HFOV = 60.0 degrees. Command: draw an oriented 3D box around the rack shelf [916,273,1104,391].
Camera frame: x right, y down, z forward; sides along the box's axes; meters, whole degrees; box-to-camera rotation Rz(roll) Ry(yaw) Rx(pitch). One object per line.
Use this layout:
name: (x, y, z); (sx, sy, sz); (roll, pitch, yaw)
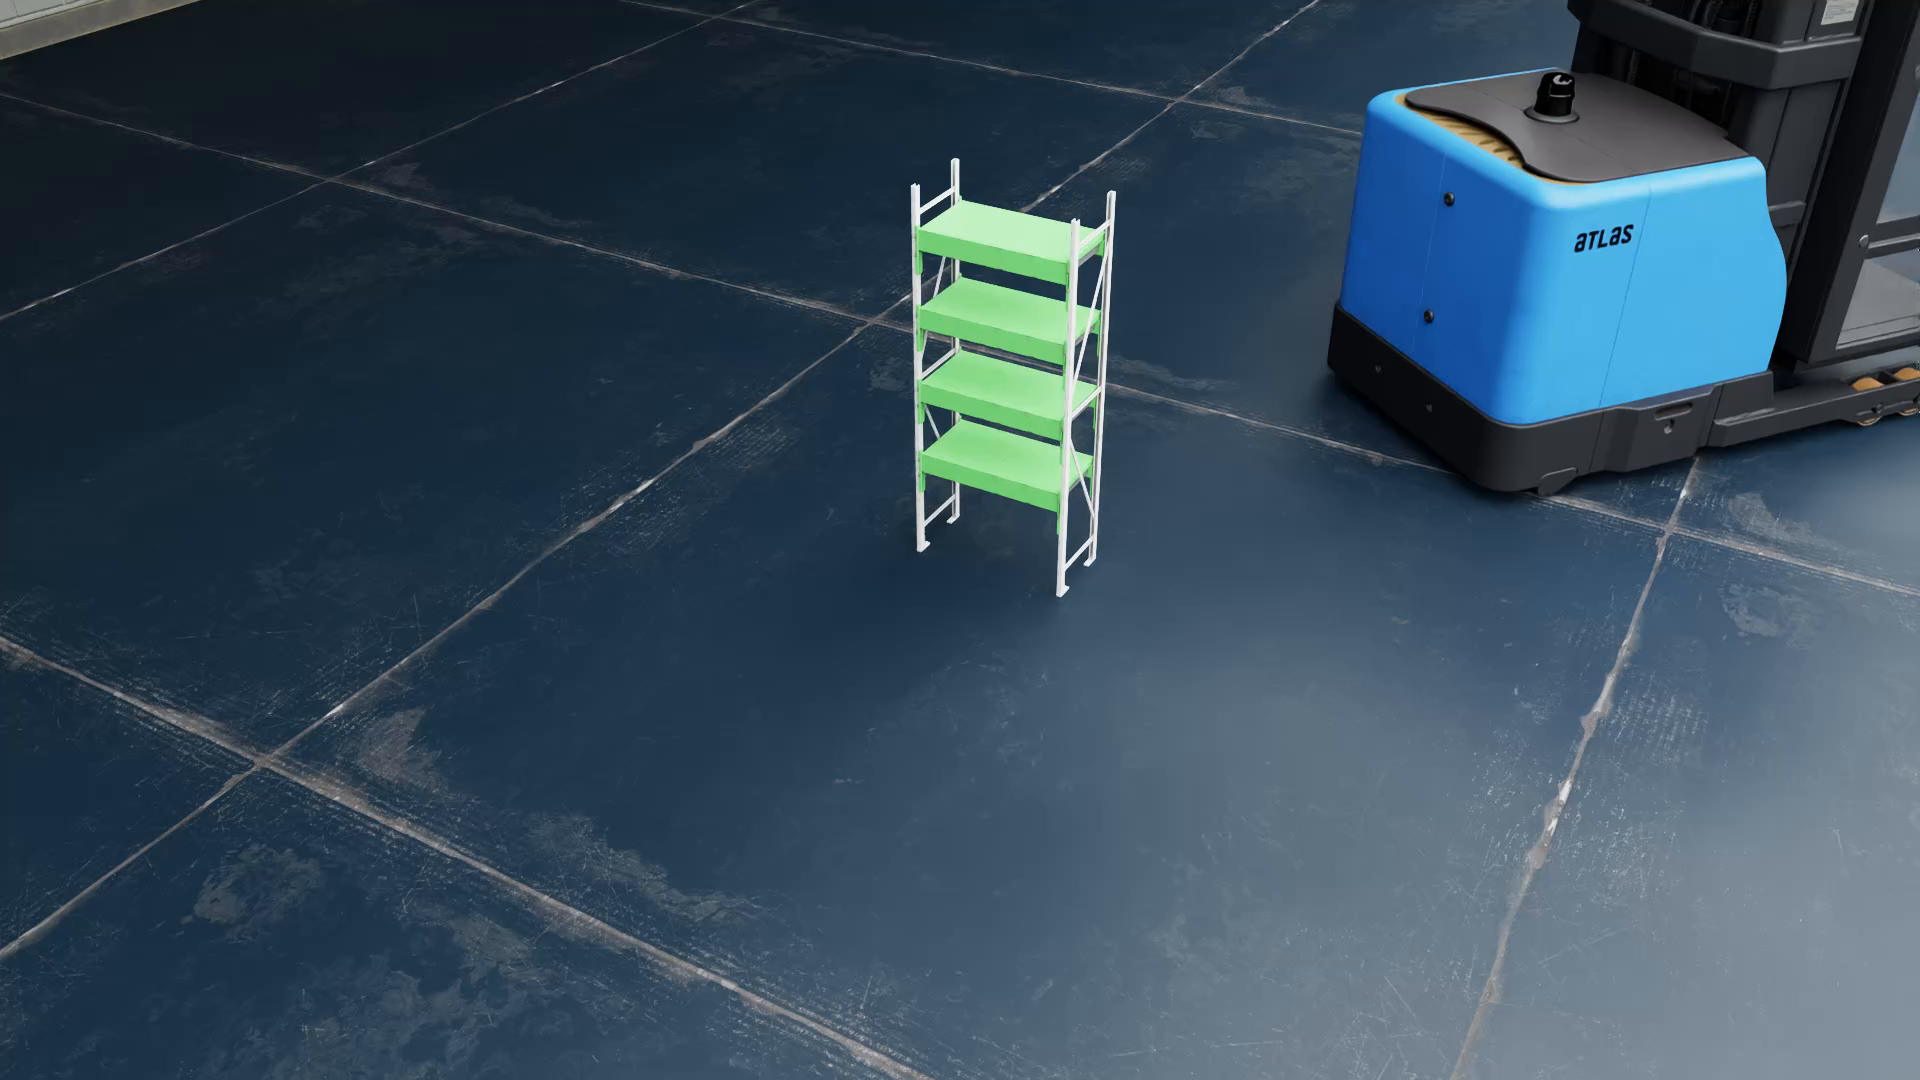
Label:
rack shelf: (0.144, -0.600, 4.751); (0.480, 0.148, 0.258); (18, 37, 24)

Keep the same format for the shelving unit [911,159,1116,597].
shelving unit: (0.144, -0.454, 4.849); (0.503, 1.200, 0.258); (18, 37, 24)

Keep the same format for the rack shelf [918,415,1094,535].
rack shelf: (0.144, -0.201, 5.018); (0.480, 0.148, 0.258); (18, 37, 24)

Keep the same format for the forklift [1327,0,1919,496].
forklift: (2.913, -1.880, 5.428); (3.031, 2.935, 1.130); (-13, 36, -18)

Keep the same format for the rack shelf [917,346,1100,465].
rack shelf: (0.144, -0.401, 4.884); (0.480, 0.148, 0.258); (18, 37, 24)

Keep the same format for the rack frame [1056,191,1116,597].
rack frame: (0.356, -0.387, 4.748); (0.015, 1.200, 0.240); (18, 37, 24)

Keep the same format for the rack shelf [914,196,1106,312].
rack shelf: (0.144, -0.800, 4.618); (0.480, 0.148, 0.258); (18, 37, 24)

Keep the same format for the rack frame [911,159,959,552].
rack frame: (-0.068, -0.521, 4.950); (0.015, 1.200, 0.240); (18, 37, 24)
